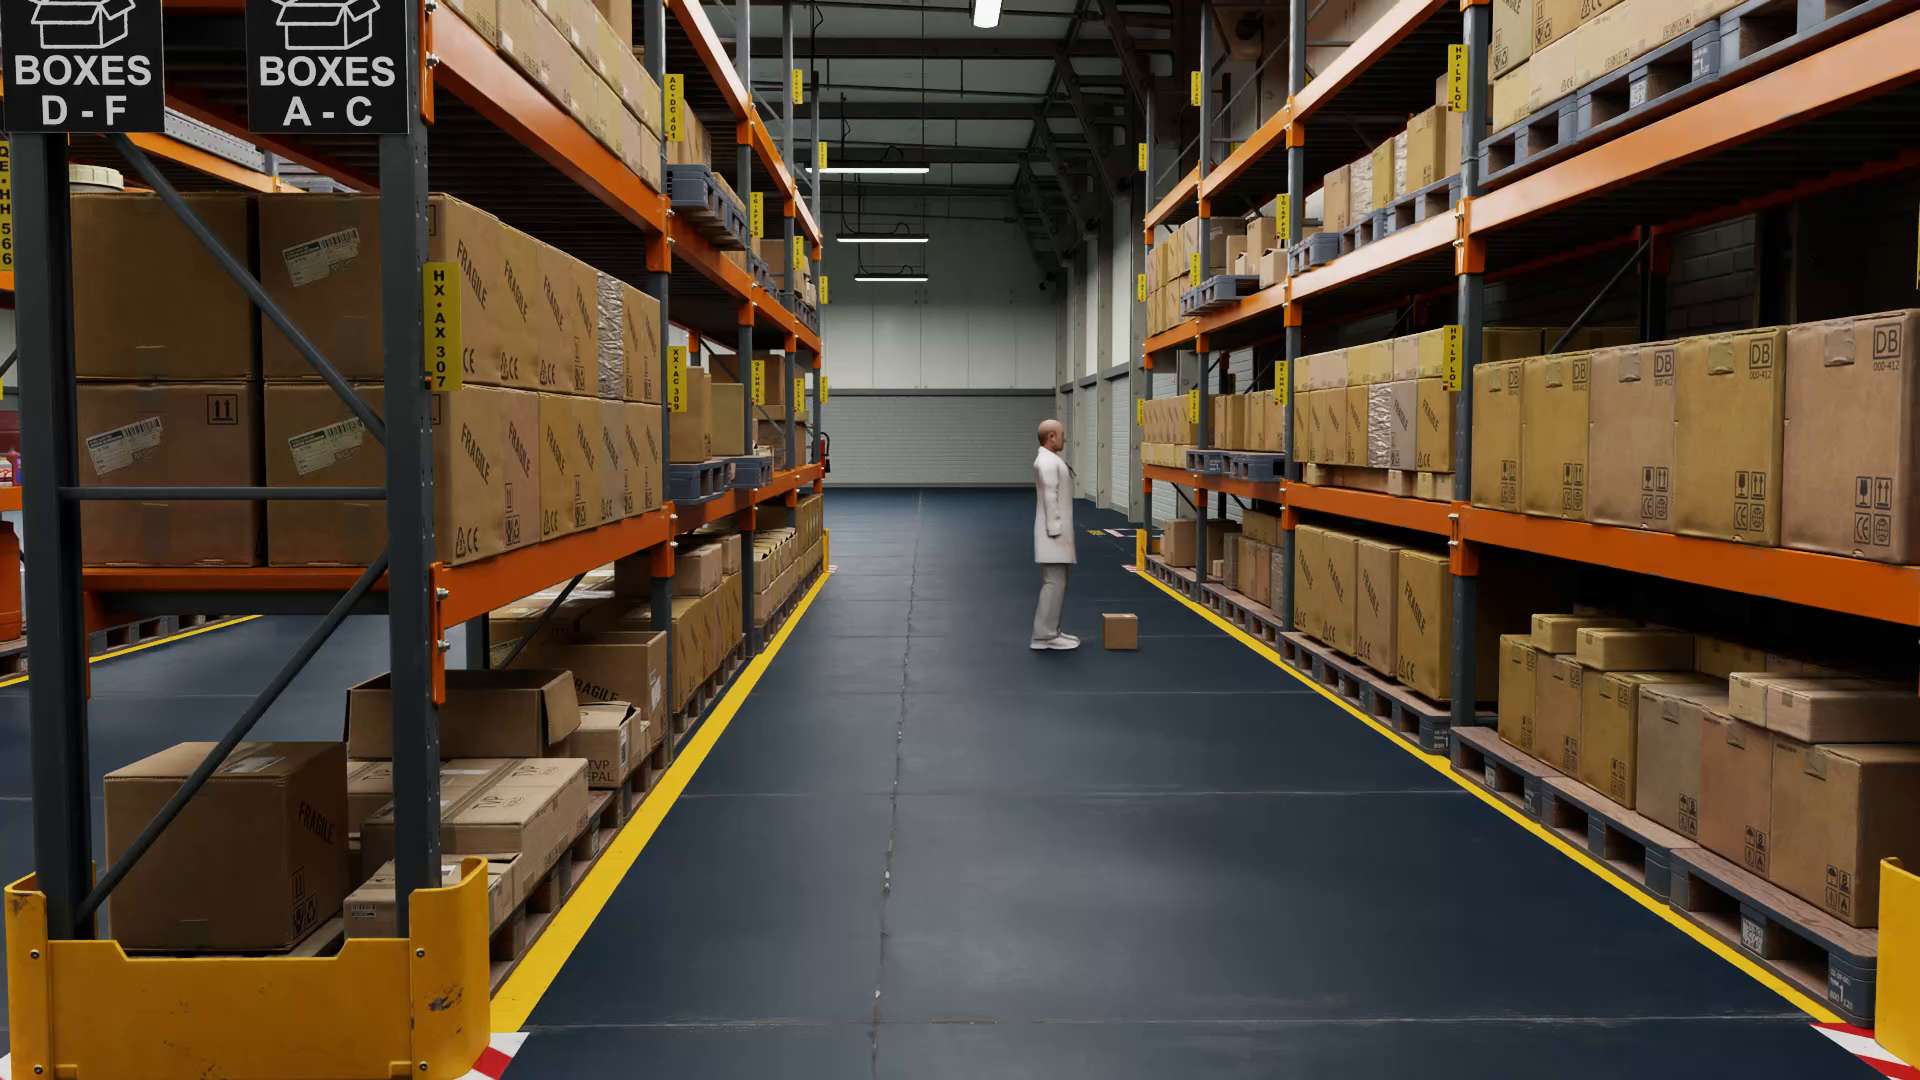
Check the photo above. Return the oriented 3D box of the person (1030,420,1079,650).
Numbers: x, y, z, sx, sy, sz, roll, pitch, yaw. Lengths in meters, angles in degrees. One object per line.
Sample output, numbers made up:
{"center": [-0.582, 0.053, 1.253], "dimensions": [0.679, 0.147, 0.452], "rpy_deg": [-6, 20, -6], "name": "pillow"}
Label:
{"center": [0.739, -0.047, 12.955], "dimensions": [0.386, 1.775, 0.562], "rpy_deg": [0, 4, 0], "name": "person"}
